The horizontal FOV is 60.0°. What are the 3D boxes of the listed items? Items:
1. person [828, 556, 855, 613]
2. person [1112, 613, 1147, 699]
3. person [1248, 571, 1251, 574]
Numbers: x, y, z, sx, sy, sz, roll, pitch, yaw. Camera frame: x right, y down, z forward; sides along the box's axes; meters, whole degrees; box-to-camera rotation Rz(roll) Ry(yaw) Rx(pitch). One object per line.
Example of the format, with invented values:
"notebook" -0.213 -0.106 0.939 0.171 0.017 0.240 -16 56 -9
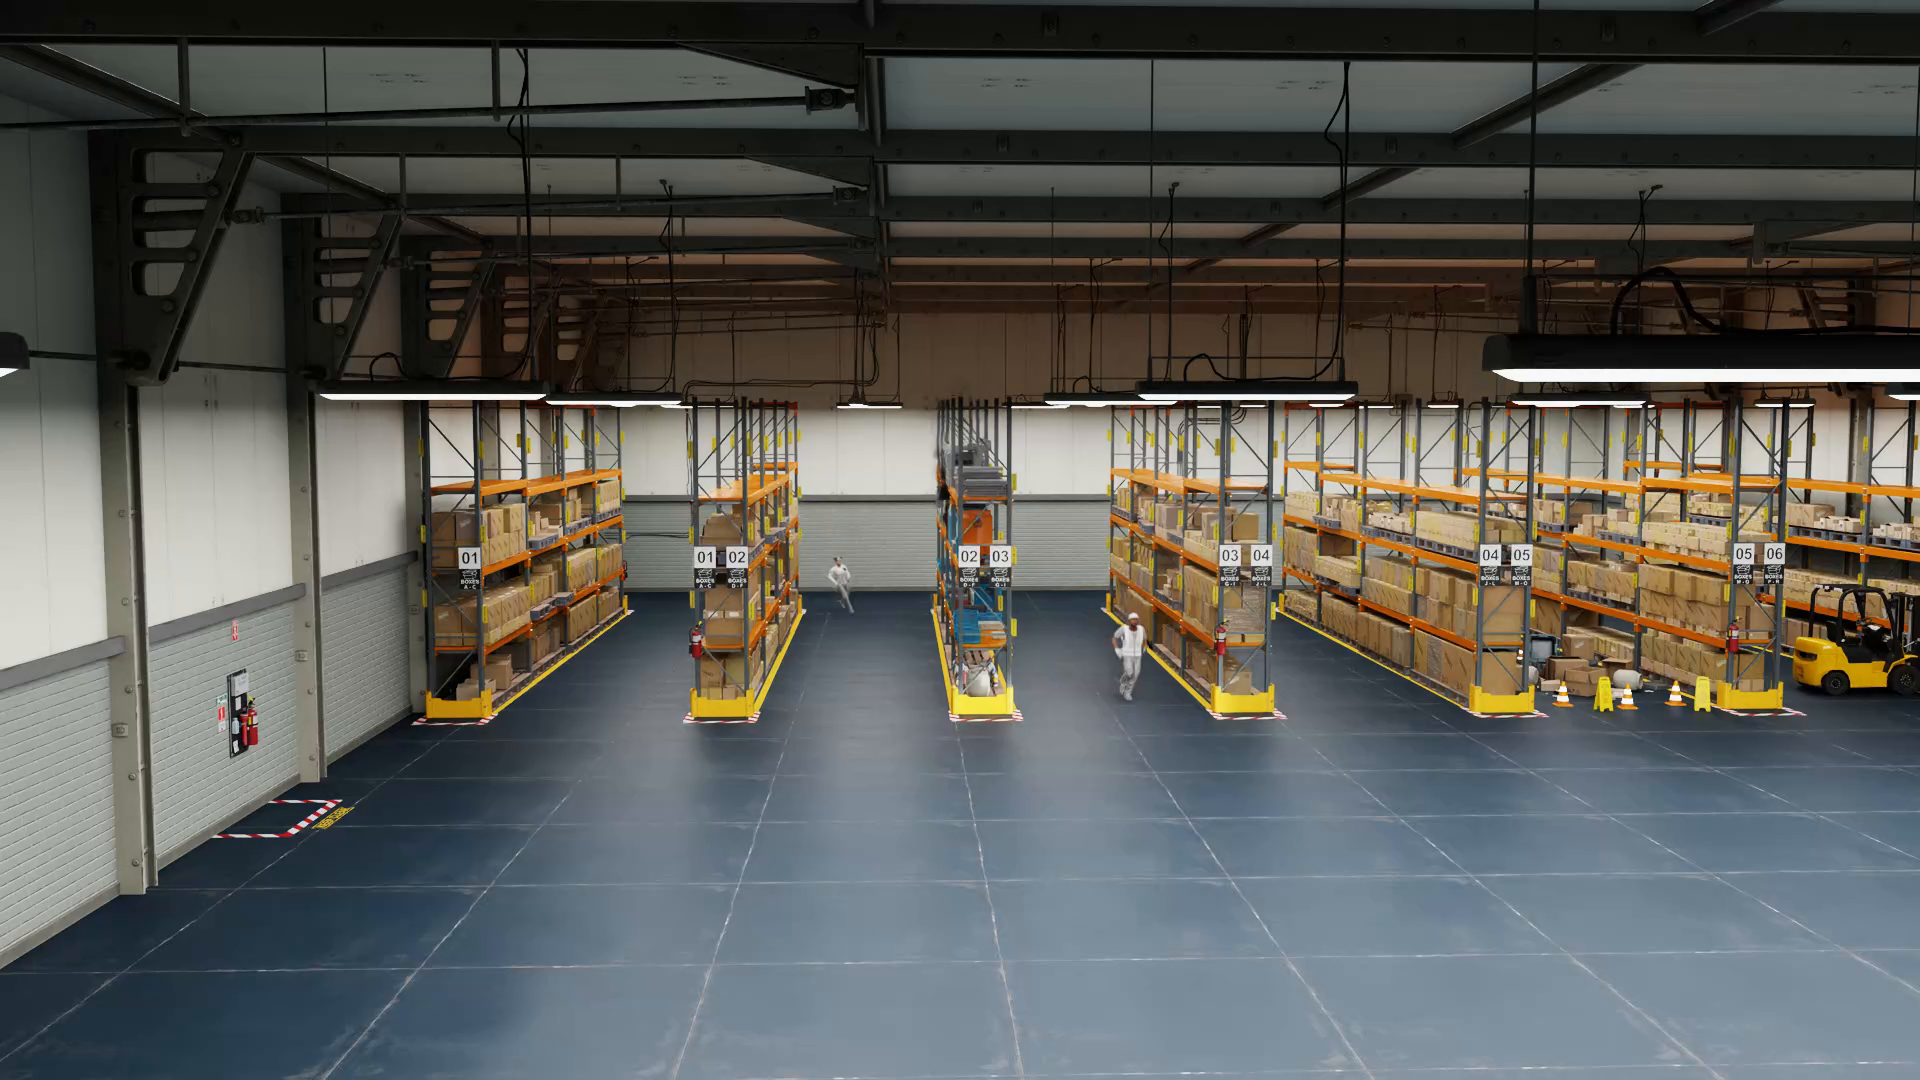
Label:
"person" -3.435 1.260 47.395 0.644 1.639 0.806 -3 5 -30
"person" 3.419 2.308 32.981 0.688 1.733 0.569 -1 5 -17
"person" 7.220 1.655 41.169 0.676 1.837 0.919 0 4 -2
